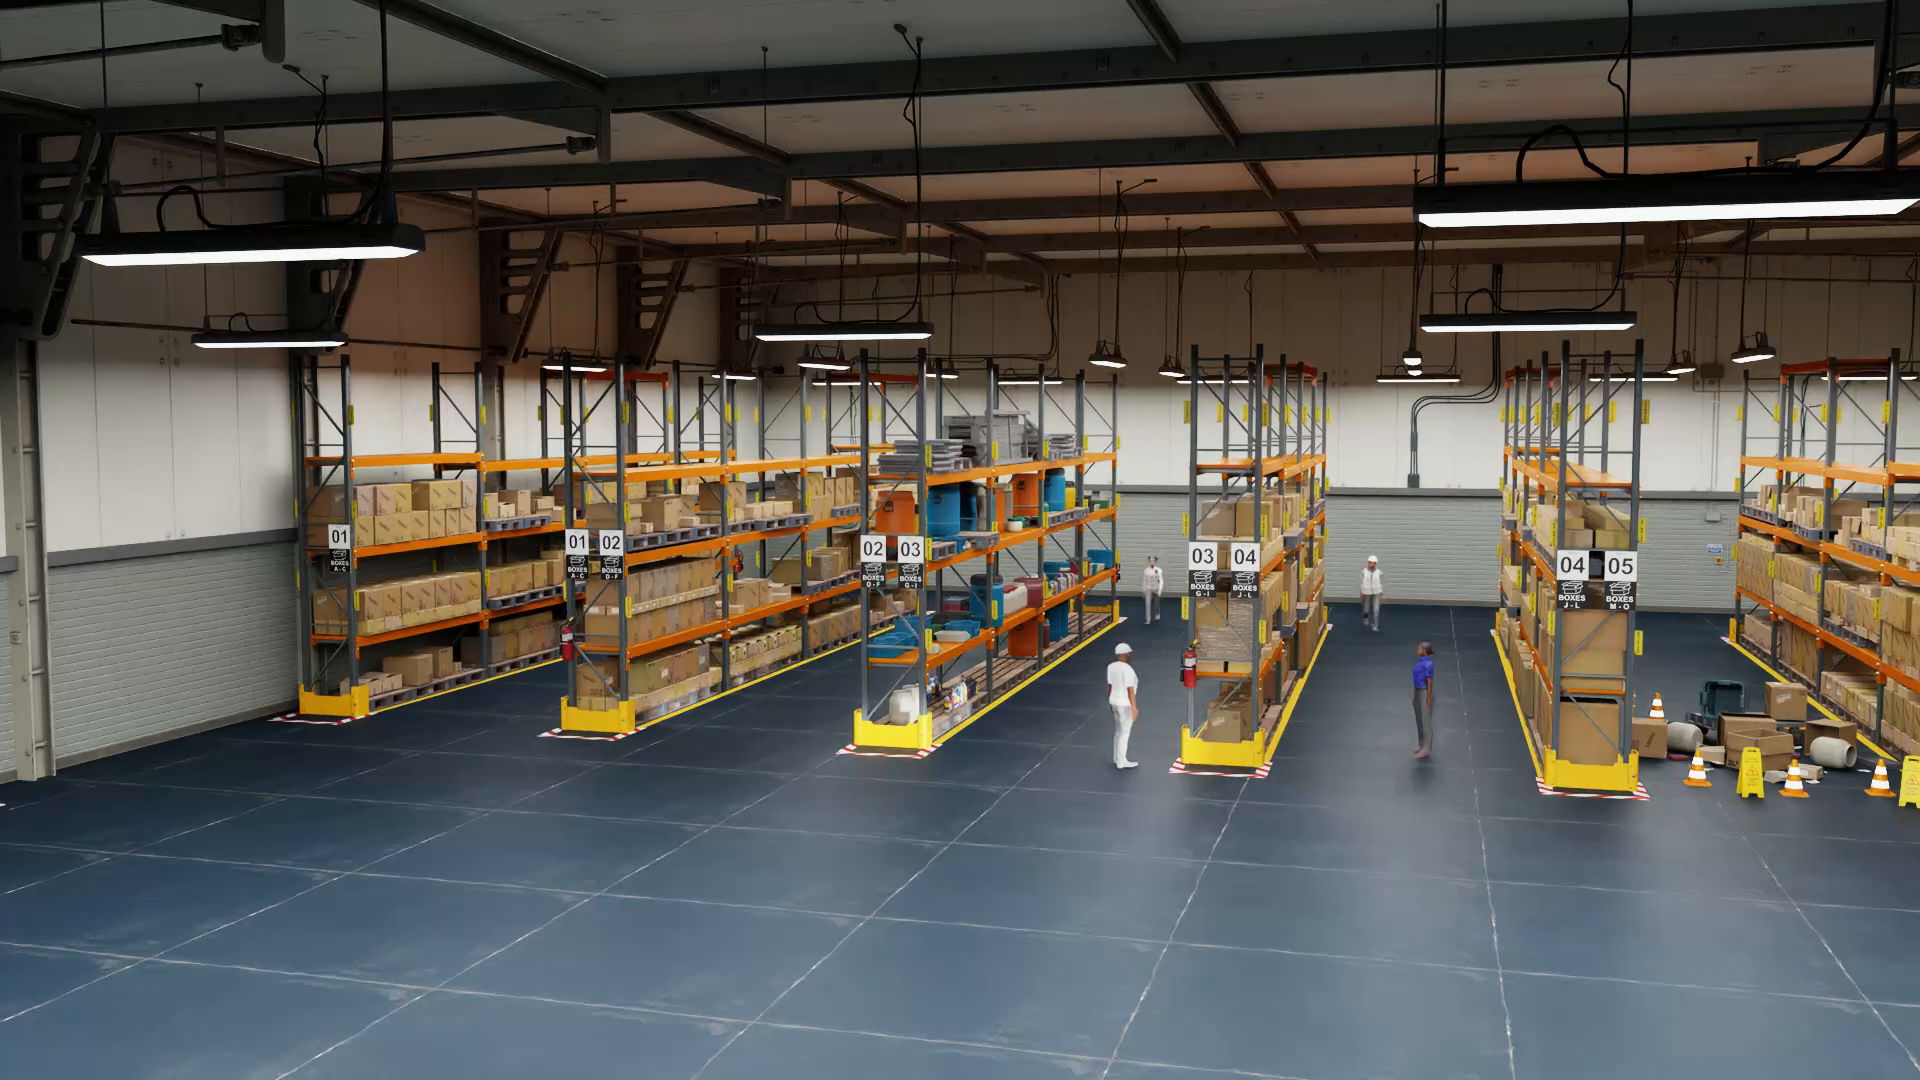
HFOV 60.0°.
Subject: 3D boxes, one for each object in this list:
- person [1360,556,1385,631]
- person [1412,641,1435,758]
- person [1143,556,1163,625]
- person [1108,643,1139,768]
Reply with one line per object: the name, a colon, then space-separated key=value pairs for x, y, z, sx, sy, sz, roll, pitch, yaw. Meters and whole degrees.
person: x=9.574 y=1.227 z=38.652 sx=0.569 sy=1.741 sz=0.650 roll=1 pitch=4 yaw=7
person: x=6.827 y=2.339 z=24.575 sx=0.398 sy=1.673 sz=0.558 roll=-1 pitch=4 yaw=-8
person: x=4.626 y=1.188 z=39.891 sx=0.502 sy=1.637 sz=0.975 roll=1 pitch=4 yaw=10
person: x=2.369 y=2.368 z=23.664 sx=0.426 sy=1.804 sz=0.625 roll=-2 pitch=5 yaw=-23
